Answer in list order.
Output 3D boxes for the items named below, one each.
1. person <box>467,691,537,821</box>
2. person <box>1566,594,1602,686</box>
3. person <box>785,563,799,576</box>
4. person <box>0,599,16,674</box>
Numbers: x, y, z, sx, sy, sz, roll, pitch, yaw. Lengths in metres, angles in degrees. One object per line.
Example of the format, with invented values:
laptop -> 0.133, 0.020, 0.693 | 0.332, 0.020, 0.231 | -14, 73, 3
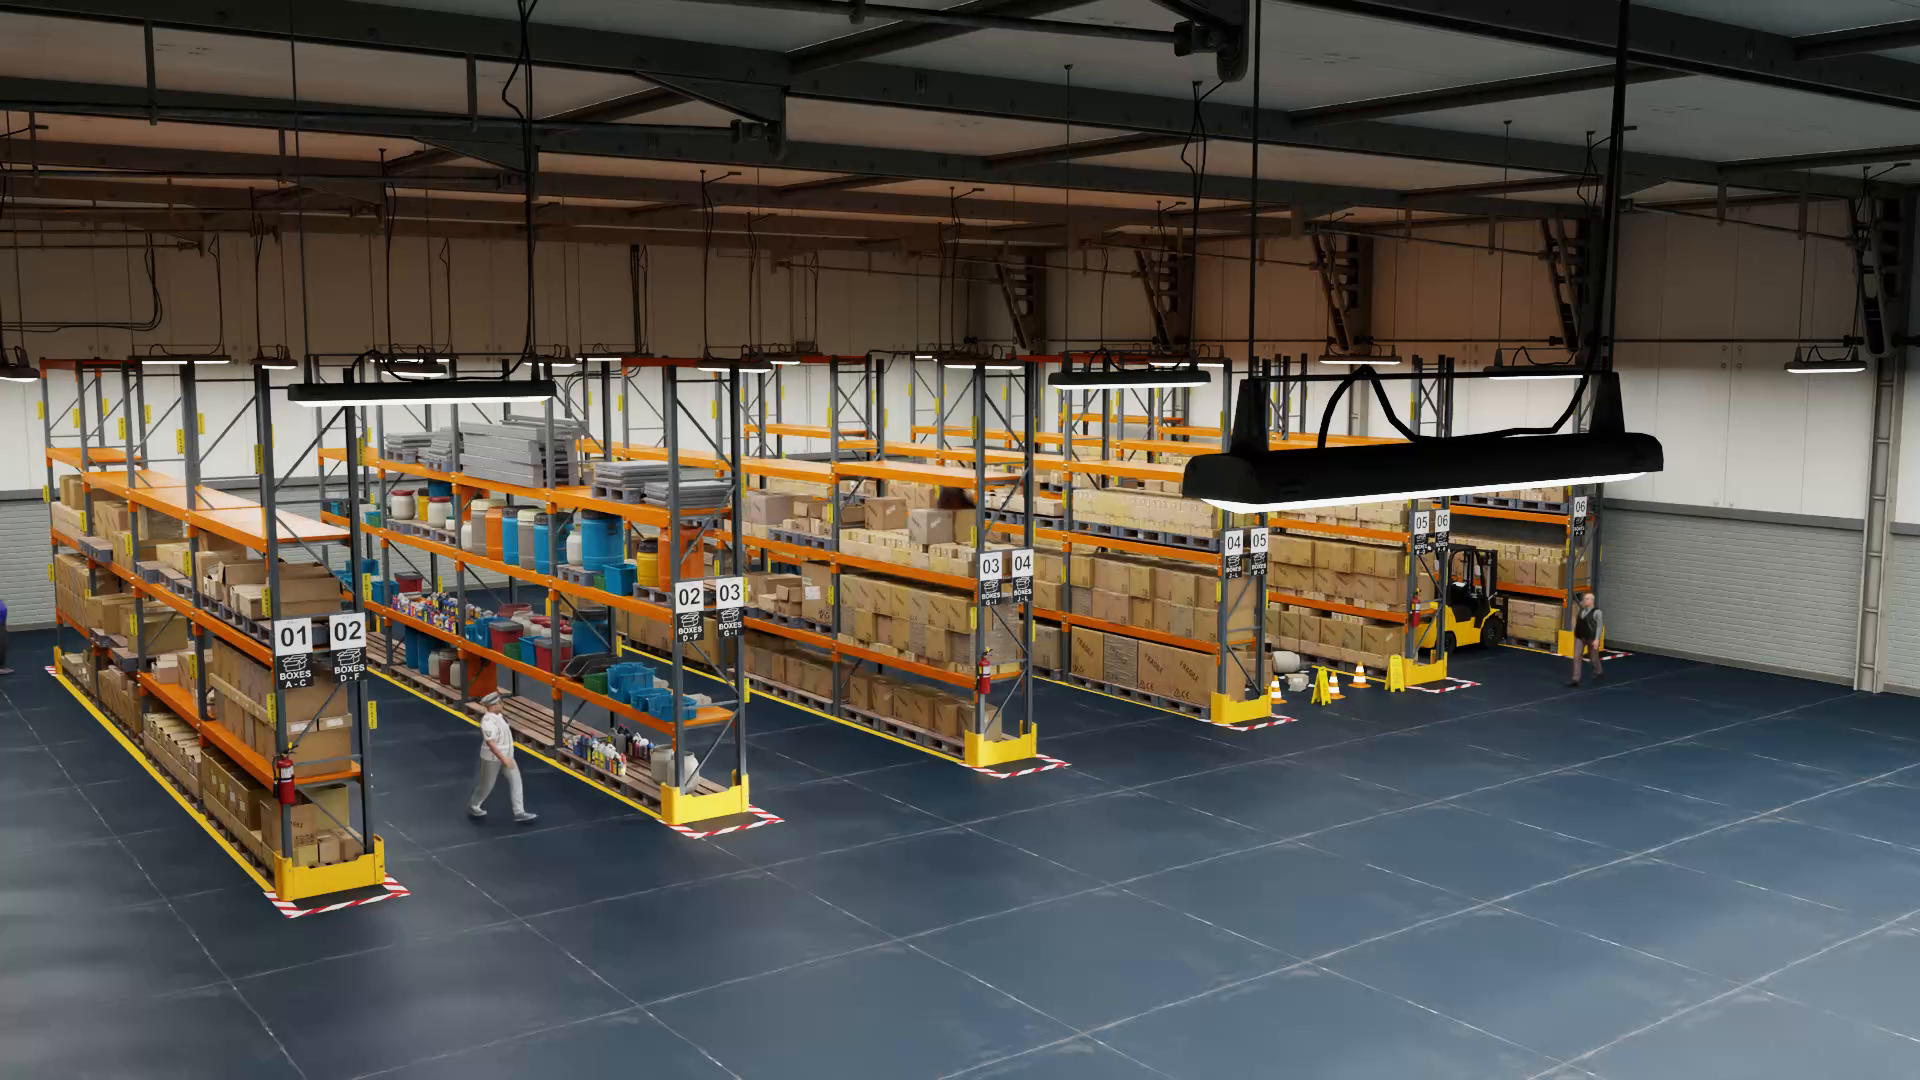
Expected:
person -> -6.083, 2.852, 21.891 | 1.028, 1.733, 0.526 | 4, 8, 30
person -> 11.552, 1.830, 30.593 | 0.521, 1.695, 0.983 | 5, 8, 35
person -> -4.528, 0.293, 43.615 | 0.409, 1.570, 0.856 | 4, 8, 32
person -> -18.258, 1.725, 31.619 | 0.346, 1.682, 0.473 | -2, 7, -13
